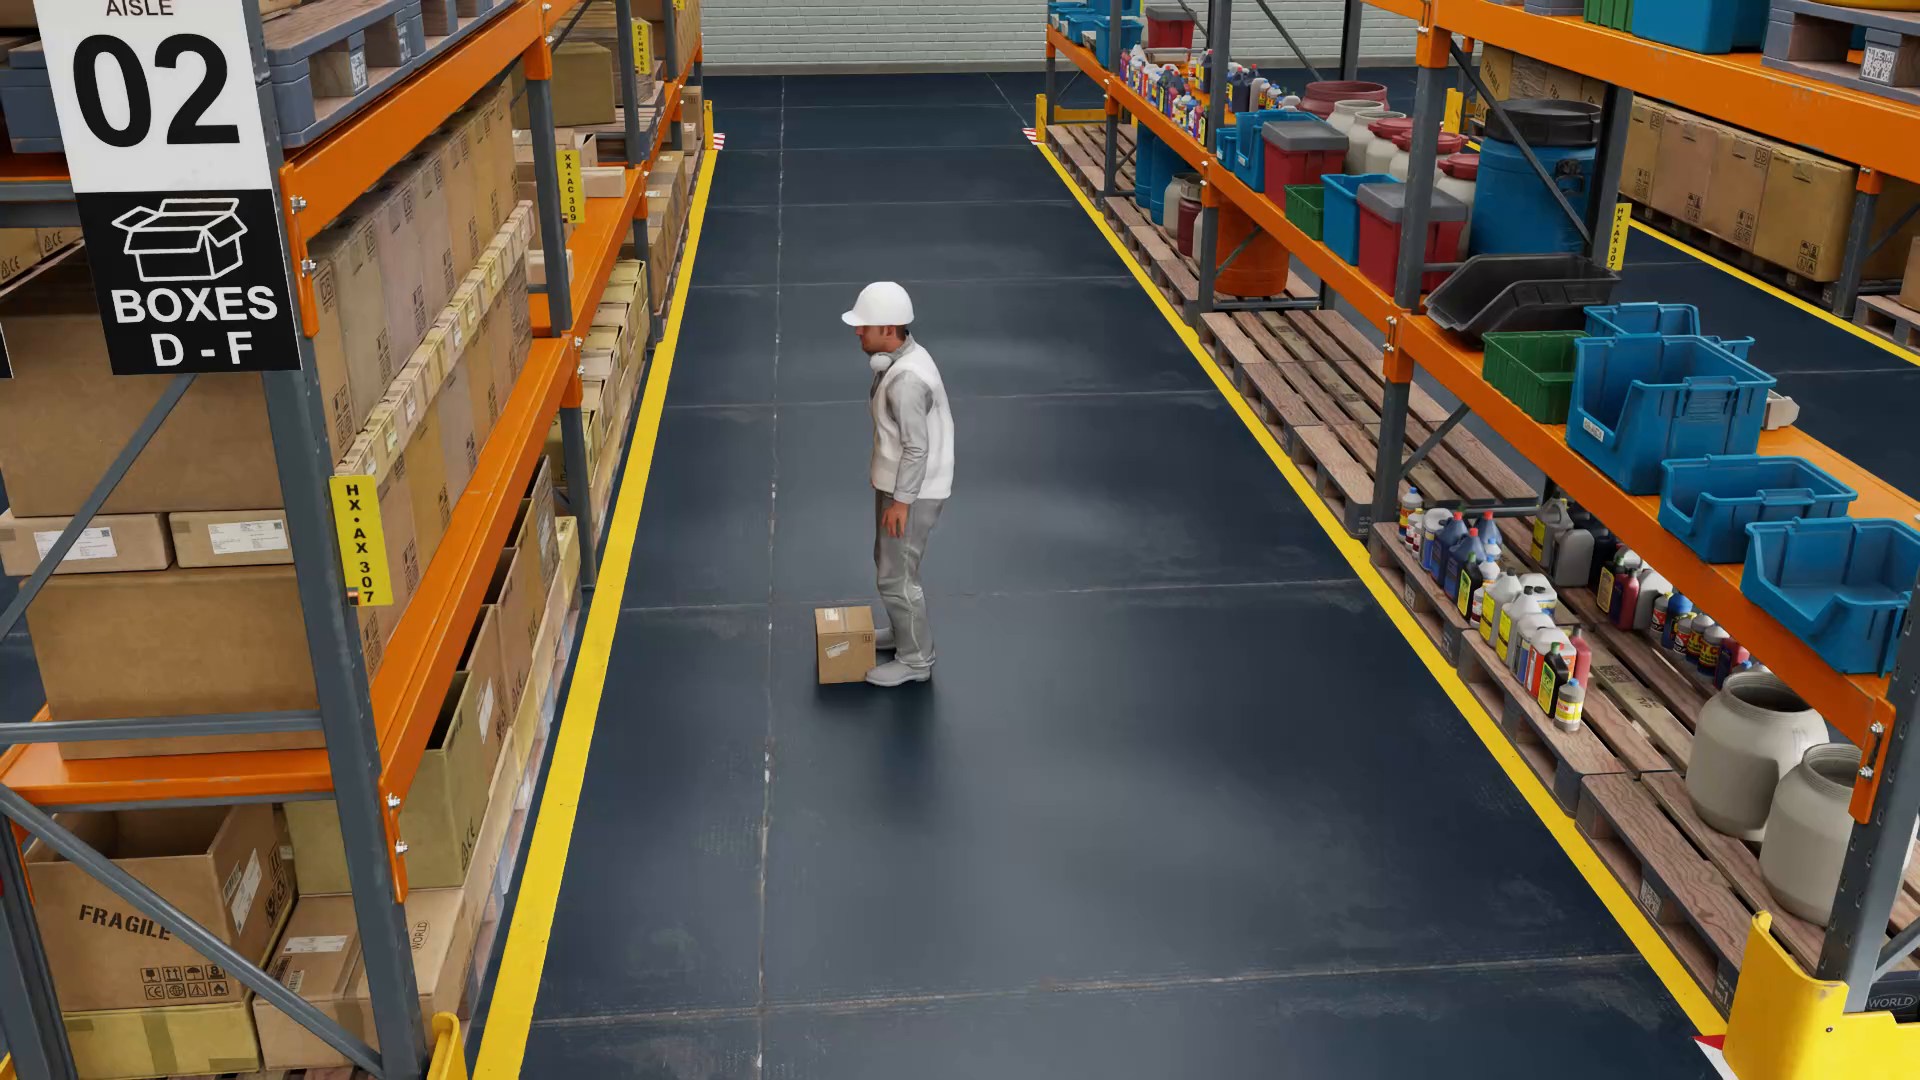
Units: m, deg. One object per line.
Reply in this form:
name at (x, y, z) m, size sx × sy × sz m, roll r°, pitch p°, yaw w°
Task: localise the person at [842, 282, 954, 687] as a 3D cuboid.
person at (-0.257, -0.242, 7.122) m, size 0.460 × 1.770 × 0.590 m, roll -3°, pitch 24°, yaw -7°
